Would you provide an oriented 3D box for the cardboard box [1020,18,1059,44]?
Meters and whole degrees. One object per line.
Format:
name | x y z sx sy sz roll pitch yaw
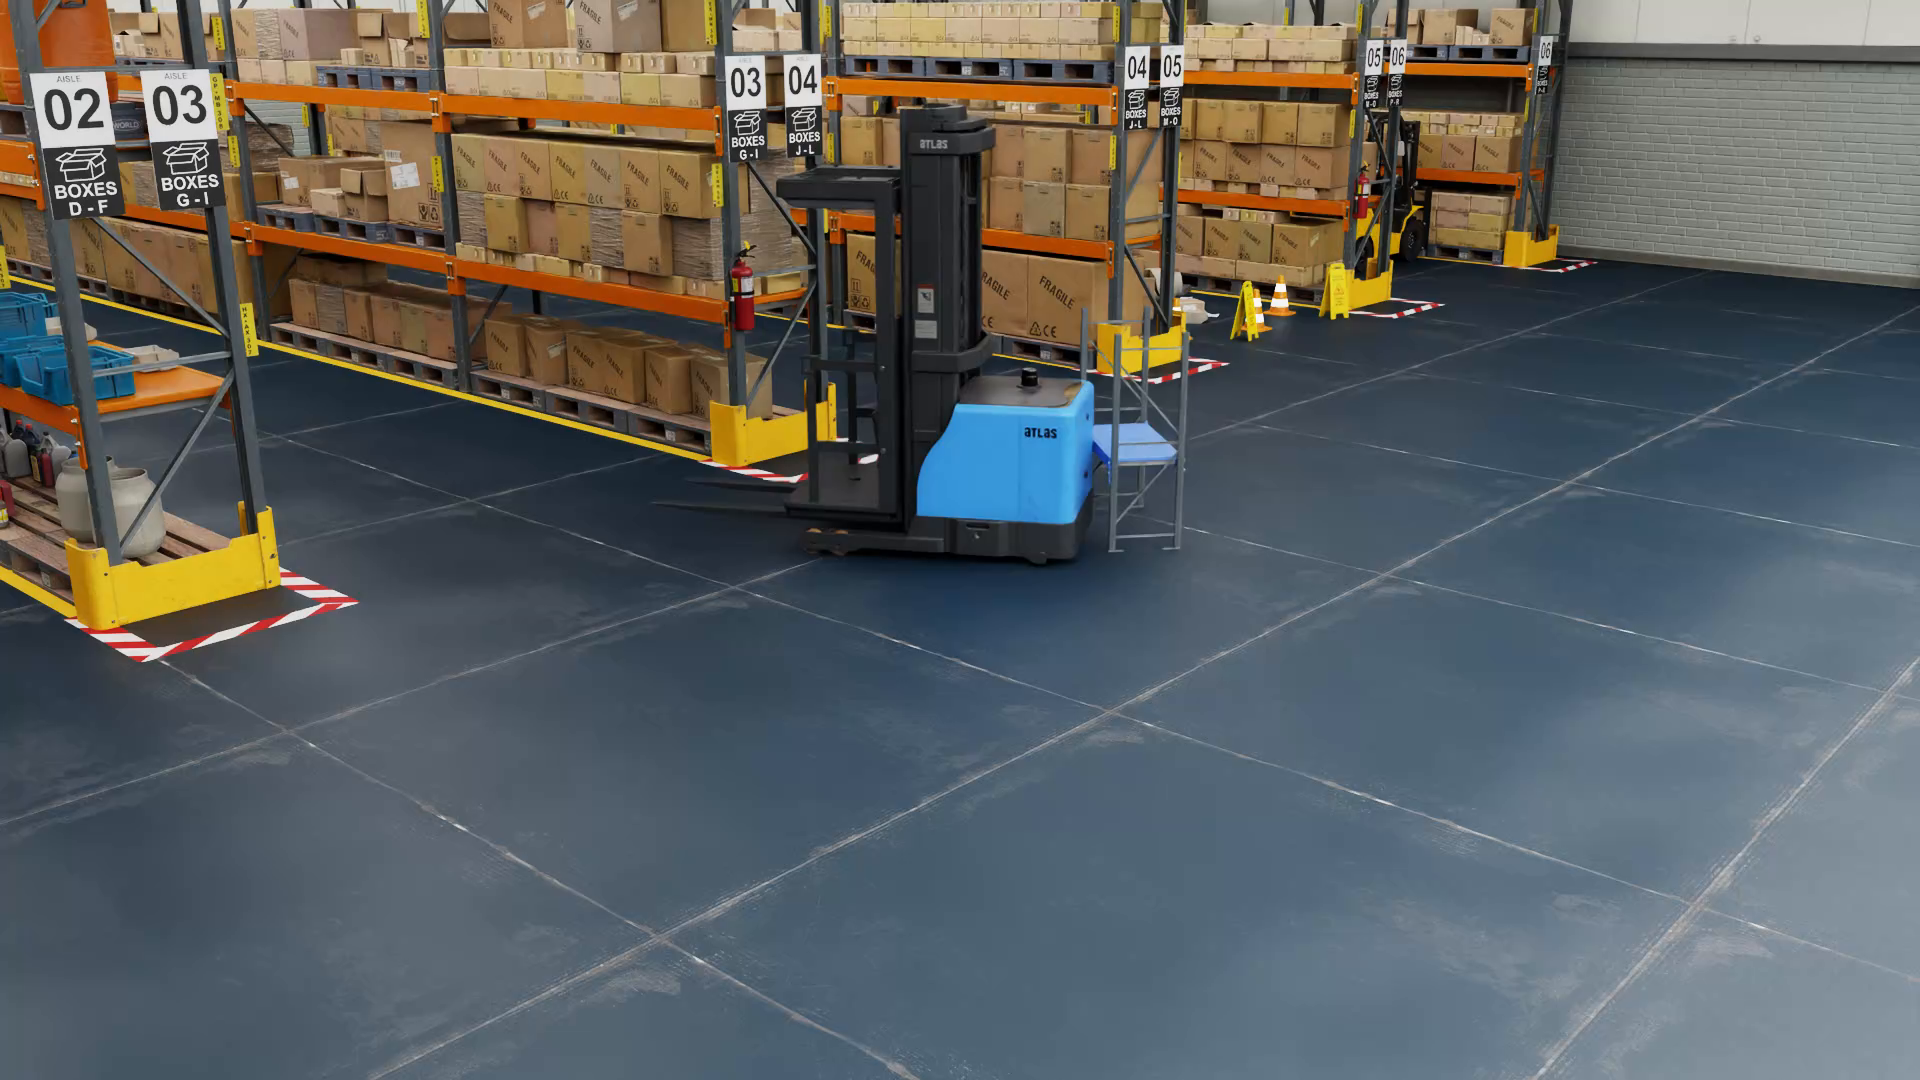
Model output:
cardboard box | 0.951 -5.150 16.818 0.500 0.250 0.500 15 23 39

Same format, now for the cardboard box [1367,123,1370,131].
cardboard box | 6.389 -6.303 25.277 0.250 0.149 0.380 14 22 38

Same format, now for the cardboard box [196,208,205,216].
cardboard box | -8.377 -3.963 18.975 0.500 0.500 0.500 15 23 39

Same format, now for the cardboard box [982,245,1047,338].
cardboard box | 0.666 -2.751 18.140 0.875 0.875 0.875 15 23 38

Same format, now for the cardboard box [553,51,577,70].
cardboard box | -3.229 -4.084 14.151 0.250 0.149 0.380 16 23 41

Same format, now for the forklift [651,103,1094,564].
forklift | -0.624 -1.446 11.321 3.031 2.935 1.130 4 18 12

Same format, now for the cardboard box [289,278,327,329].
cardboard box | -6.960 -2.659 18.437 0.500 0.500 0.700 14 22 36

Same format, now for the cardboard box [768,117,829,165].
cardboard box | -1.877 -4.795 19.944 0.500 0.500 0.700 15 23 38

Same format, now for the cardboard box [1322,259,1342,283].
cardboard box | 4.667 -3.521 21.598 0.500 0.250 0.500 15 23 39

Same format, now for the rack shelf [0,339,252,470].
rack shelf | -6.275 -1.103 11.316 4.000 0.370 1.077 15 23 39

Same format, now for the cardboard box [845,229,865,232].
cardboard box | -1.358 -5.358 26.354 0.875 0.875 0.875 15 23 39

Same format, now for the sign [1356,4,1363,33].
sign | 4.703 -6.137 19.567 0.005 0.325 0.100 15 23 39

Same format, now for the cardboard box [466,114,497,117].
cardboard box | -7.275 -6.488 24.785 0.500 0.500 0.500 16 23 41

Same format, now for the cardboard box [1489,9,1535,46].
cardboard box | 7.886 -7.289 23.638 0.500 0.500 0.500 16 24 41

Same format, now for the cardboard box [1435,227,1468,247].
cardboard box | 7.452 -4.545 24.825 0.500 0.250 0.500 15 23 39

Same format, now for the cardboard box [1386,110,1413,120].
cardboard box | 6.643 -6.414 25.135 0.250 0.149 0.380 15 23 39

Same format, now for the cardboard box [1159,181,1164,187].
cardboard box | 2.722 -4.811 22.228 0.250 0.149 0.380 16 24 41

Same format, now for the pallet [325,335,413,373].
pallet | -5.983 -2.039 17.689 1.213 0.211 1.003 15 23 39

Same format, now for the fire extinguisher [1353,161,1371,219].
fire extinguisher | 4.866 -4.243 20.149 0.183 0.674 0.296 15 23 39

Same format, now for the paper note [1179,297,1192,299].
paper note | 2.904 -3.118 21.387 0.148 0.019 0.142 7 19 21

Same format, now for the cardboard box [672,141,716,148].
cardboard box | -2.091 -3.105 14.126 0.500 0.500 0.500 15 23 39

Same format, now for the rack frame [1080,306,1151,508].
rack frame | 1.116 -0.949 12.123 0.500 1.500 0.032 -2 18 -8

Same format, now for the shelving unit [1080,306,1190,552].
shelving unit | 1.190 -0.797 11.643 0.538 1.500 1.048 -2 18 -8

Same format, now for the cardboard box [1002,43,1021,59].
cardboard box | 0.641 -5.019 17.064 0.250 0.149 0.380 15 23 38

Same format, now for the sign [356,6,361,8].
sign | -9.707 -8.452 26.863 0.005 0.325 0.100 15 23 39

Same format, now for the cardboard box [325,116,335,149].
cardboard box | -9.938 -6.516 26.527 0.500 0.500 0.500 16 24 42

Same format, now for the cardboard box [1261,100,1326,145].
cardboard box | 4.186 -5.229 20.820 0.500 0.500 0.700 15 23 40

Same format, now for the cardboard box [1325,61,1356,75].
cardboard box | 4.634 -5.725 20.149 0.250 0.149 0.380 15 23 39

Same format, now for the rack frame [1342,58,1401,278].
rack frame | 5.087 -4.407 20.538 0.127 3.000 1.000 15 23 39

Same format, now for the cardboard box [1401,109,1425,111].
cardboard box | 6.931 -6.514 25.449 0.250 0.149 0.380 16 24 41

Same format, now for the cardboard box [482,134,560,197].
cardboard box | -3.940 -3.386 15.011 0.500 0.500 0.500 15 23 39

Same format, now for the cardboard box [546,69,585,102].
cardboard box | -3.153 -3.866 14.125 0.500 0.250 0.500 15 23 38

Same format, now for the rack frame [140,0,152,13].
rack frame | -10.467 -7.433 20.158 0.127 3.000 1.000 15 23 39

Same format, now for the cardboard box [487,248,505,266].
cardboard box | -4.138 -2.640 15.386 0.250 0.149 0.380 15 23 39

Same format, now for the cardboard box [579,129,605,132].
cardboard box | -5.109 -5.584 22.986 0.250 0.149 0.380 16 24 42

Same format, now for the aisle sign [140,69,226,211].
aisle sign | -4.531 -2.335 9.712 0.004 0.787 0.394 15 23 39

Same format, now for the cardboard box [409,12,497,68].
cardboard box | -4.769 -4.764 15.839 0.637 0.503 0.797 14 22 37

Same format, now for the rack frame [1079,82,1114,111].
rack frame | 2.395 -7.137 29.140 0.127 3.000 1.000 15 23 39

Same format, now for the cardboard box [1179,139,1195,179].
cardboard box | 2.997 -5.049 21.904 0.500 0.500 0.500 15 23 39

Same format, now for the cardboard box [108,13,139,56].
cardboard box | -10.026 -6.137 20.173 0.500 0.500 0.700 16 23 41

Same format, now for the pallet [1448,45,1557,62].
pallet | 7.867 -7.066 24.105 1.213 0.211 1.003 15 23 39

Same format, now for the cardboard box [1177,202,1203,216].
cardboard box | 2.999 -4.392 22.030 0.250 0.149 0.380 17 24 42

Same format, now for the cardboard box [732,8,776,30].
cardboard box | -2.621 -6.312 20.559 0.500 0.500 0.500 15 23 39

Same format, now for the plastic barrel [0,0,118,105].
plastic barrel | -5.227 -2.947 9.577 0.708 0.830 0.600 15 23 39

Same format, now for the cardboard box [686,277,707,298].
cardboard box | -2.028 -2.106 13.703 0.250 0.149 0.380 15 23 39

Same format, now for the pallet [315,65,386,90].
pallet | -5.652 -4.663 16.699 1.003 0.211 1.213 15 23 39

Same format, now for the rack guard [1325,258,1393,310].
rack guard | 5.030 -3.230 20.964 0.348 0.500 1.175 15 23 39

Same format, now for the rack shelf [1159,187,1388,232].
rack shelf | 3.591 -4.465 21.912 4.000 0.370 1.077 15 23 39

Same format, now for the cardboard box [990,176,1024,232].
cardboard box | 0.808 -3.649 17.901 0.550 0.550 0.875 15 23 39

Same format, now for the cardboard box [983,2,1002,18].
cardboard box | 0.449 -5.451 17.106 0.250 0.149 0.380 15 23 38

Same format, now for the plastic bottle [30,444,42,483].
plastic bottle | -6.761 -0.566 12.200 0.133 0.283 0.061 15 23 39

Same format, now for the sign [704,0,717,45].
sign | -1.875 -3.895 12.503 0.005 0.325 0.100 15 23 39

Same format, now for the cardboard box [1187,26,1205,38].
cardboard box | 3.124 -6.514 21.316 0.250 0.149 0.380 15 23 38

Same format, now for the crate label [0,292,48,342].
crate label | -6.335 -1.369 10.909 0.616 0.435 0.502 15 23 39
